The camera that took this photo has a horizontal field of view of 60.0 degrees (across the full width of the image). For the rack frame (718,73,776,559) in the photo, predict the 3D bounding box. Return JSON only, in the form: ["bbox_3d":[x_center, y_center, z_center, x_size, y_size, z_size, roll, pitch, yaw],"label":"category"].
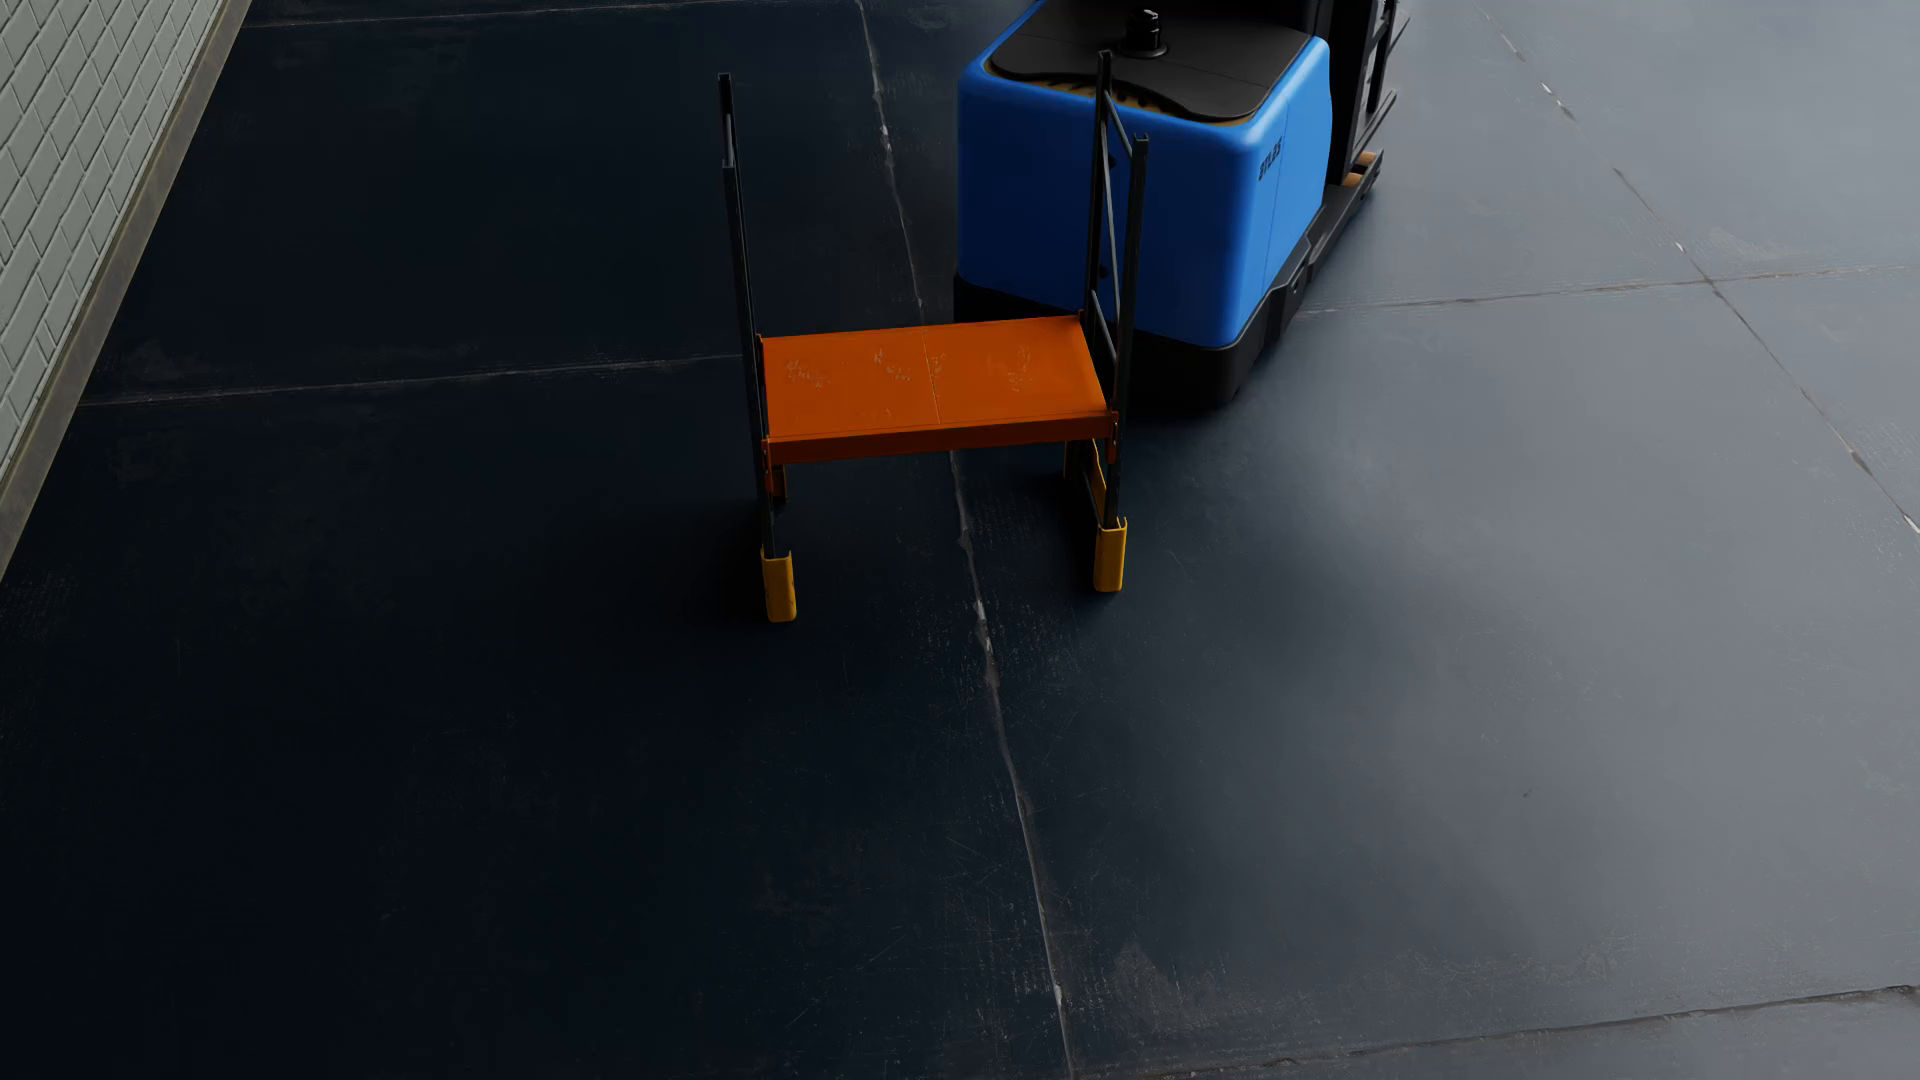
[{"bbox_3d":[-0.589,-0.505,4.691,0.032,1.500,0.500,-5,42,-6],"label":"rack frame"}]

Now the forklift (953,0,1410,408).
[{"bbox_3d":[1.080,-2.522,5.858,1.130,2.935,3.031,18,45,19],"label":"forklift"}]

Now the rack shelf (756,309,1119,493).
[{"bbox_3d":[-0.085,-0.416,4.860,1.000,0.185,0.538,-5,42,-6],"label":"rack shelf"}]

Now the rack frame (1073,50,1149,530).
[{"bbox_3d":[0.419,-0.594,4.788,0.032,1.500,0.500,-5,42,-6],"label":"rack frame"}]

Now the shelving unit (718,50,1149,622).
[{"bbox_3d":[-0.076,-0.550,4.740,1.083,1.500,0.587,-5,42,-6],"label":"shelving unit"}]

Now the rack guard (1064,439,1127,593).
[{"bbox_3d":[0.418,-0.129,5.207,0.087,0.250,0.587,-5,42,-6],"label":"rack guard"}]

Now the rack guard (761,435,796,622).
[{"bbox_3d":[-0.569,-0.043,5.111,0.087,0.250,0.587,-5,42,-6],"label":"rack guard"}]
